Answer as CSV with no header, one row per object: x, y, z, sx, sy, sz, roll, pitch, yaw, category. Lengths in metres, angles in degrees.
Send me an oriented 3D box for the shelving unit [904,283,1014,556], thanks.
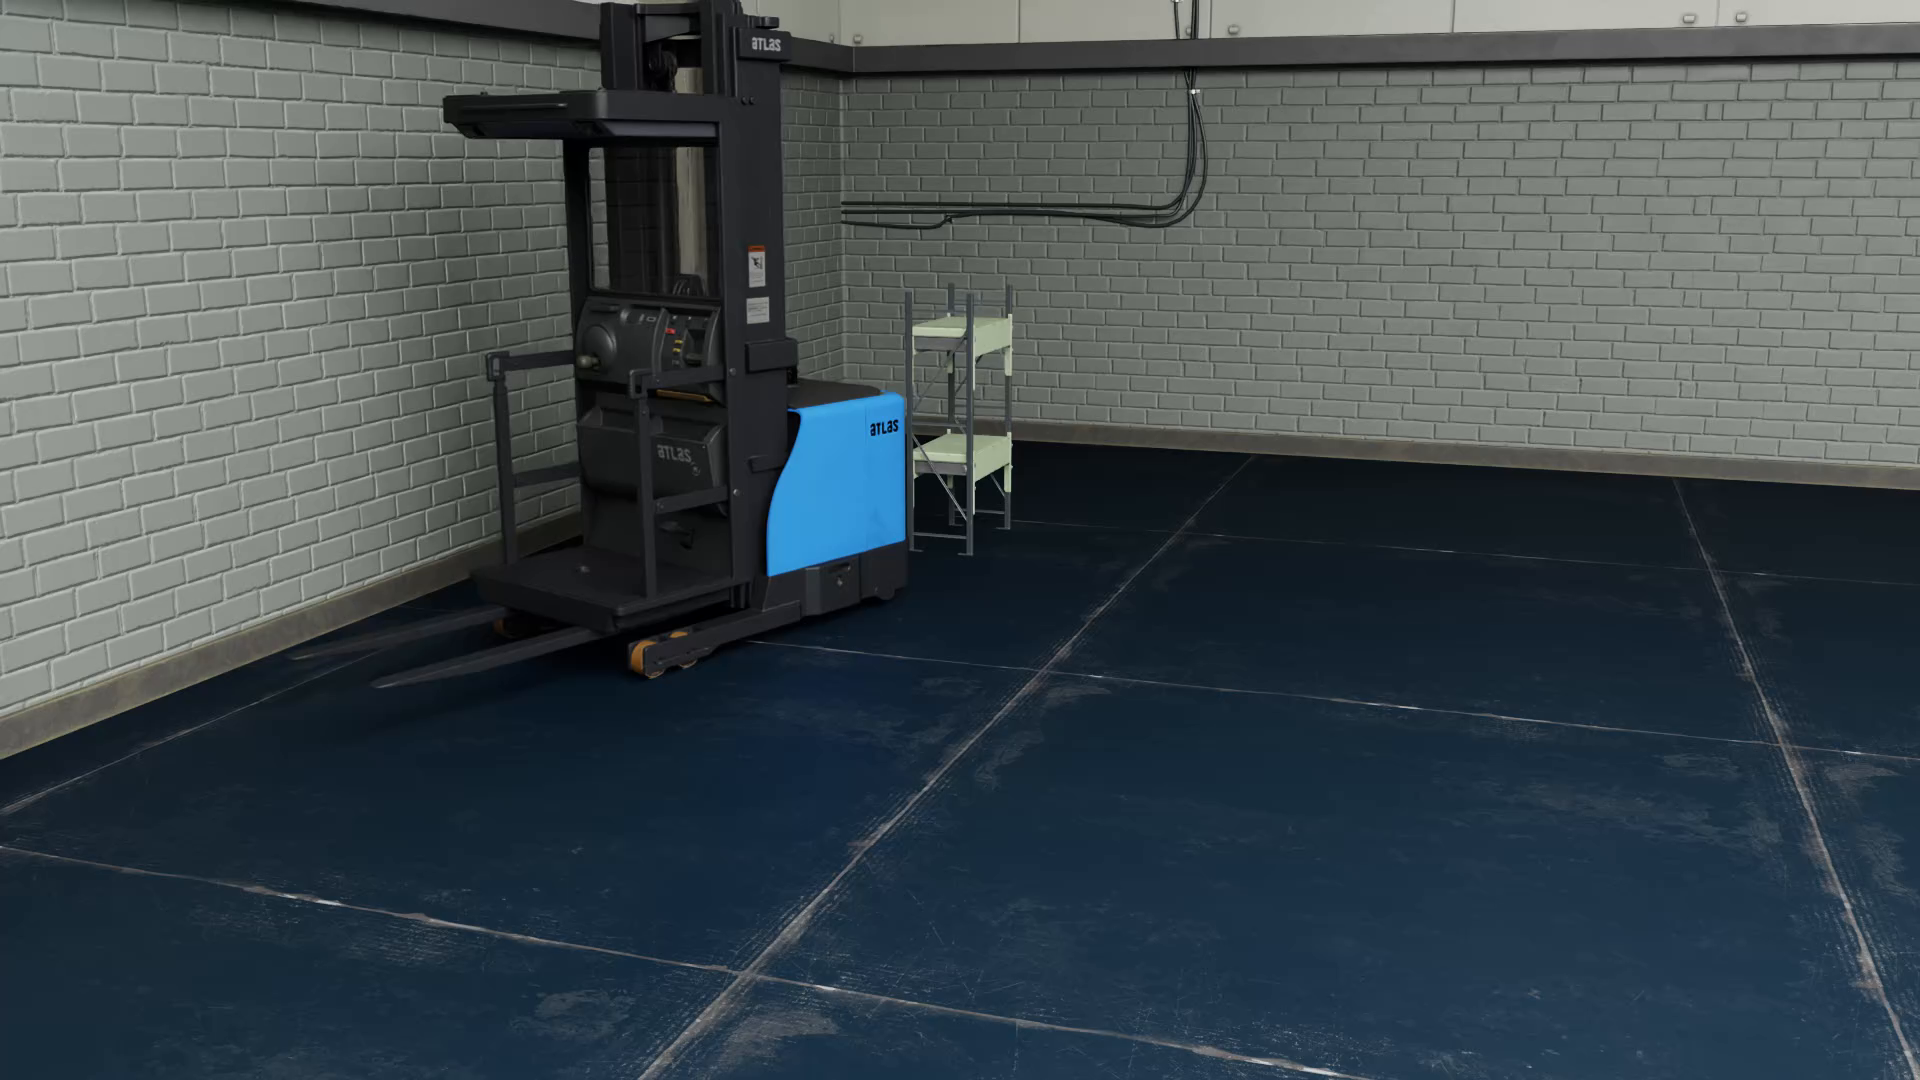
0.002,-0.733,9.827,0.431,1.500,0.755,4,14,18,shelving unit

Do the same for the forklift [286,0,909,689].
-1.580,-0.945,7.540,1.130,2.935,3.031,10,16,38,forklift

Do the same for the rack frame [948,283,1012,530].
0.121,-0.810,10.165,0.400,1.500,0.023,4,14,18,rack frame

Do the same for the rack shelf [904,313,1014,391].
0.002,-1.113,9.740,0.431,0.370,0.720,4,14,18,rack shelf

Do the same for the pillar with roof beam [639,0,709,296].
2.272,-4.363,8.881,9.100,9.000,0.400,4,14,18,pillar with roof beam

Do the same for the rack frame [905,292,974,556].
-0.116,-0.656,9.490,0.400,1.500,0.023,4,14,18,rack frame

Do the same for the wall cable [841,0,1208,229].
0.403,-3.684,12.885,3.097,2.526,0.112,4,14,18,wall cable

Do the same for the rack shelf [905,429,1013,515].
0.002,-0.415,9.900,0.431,0.370,0.720,4,14,18,rack shelf
